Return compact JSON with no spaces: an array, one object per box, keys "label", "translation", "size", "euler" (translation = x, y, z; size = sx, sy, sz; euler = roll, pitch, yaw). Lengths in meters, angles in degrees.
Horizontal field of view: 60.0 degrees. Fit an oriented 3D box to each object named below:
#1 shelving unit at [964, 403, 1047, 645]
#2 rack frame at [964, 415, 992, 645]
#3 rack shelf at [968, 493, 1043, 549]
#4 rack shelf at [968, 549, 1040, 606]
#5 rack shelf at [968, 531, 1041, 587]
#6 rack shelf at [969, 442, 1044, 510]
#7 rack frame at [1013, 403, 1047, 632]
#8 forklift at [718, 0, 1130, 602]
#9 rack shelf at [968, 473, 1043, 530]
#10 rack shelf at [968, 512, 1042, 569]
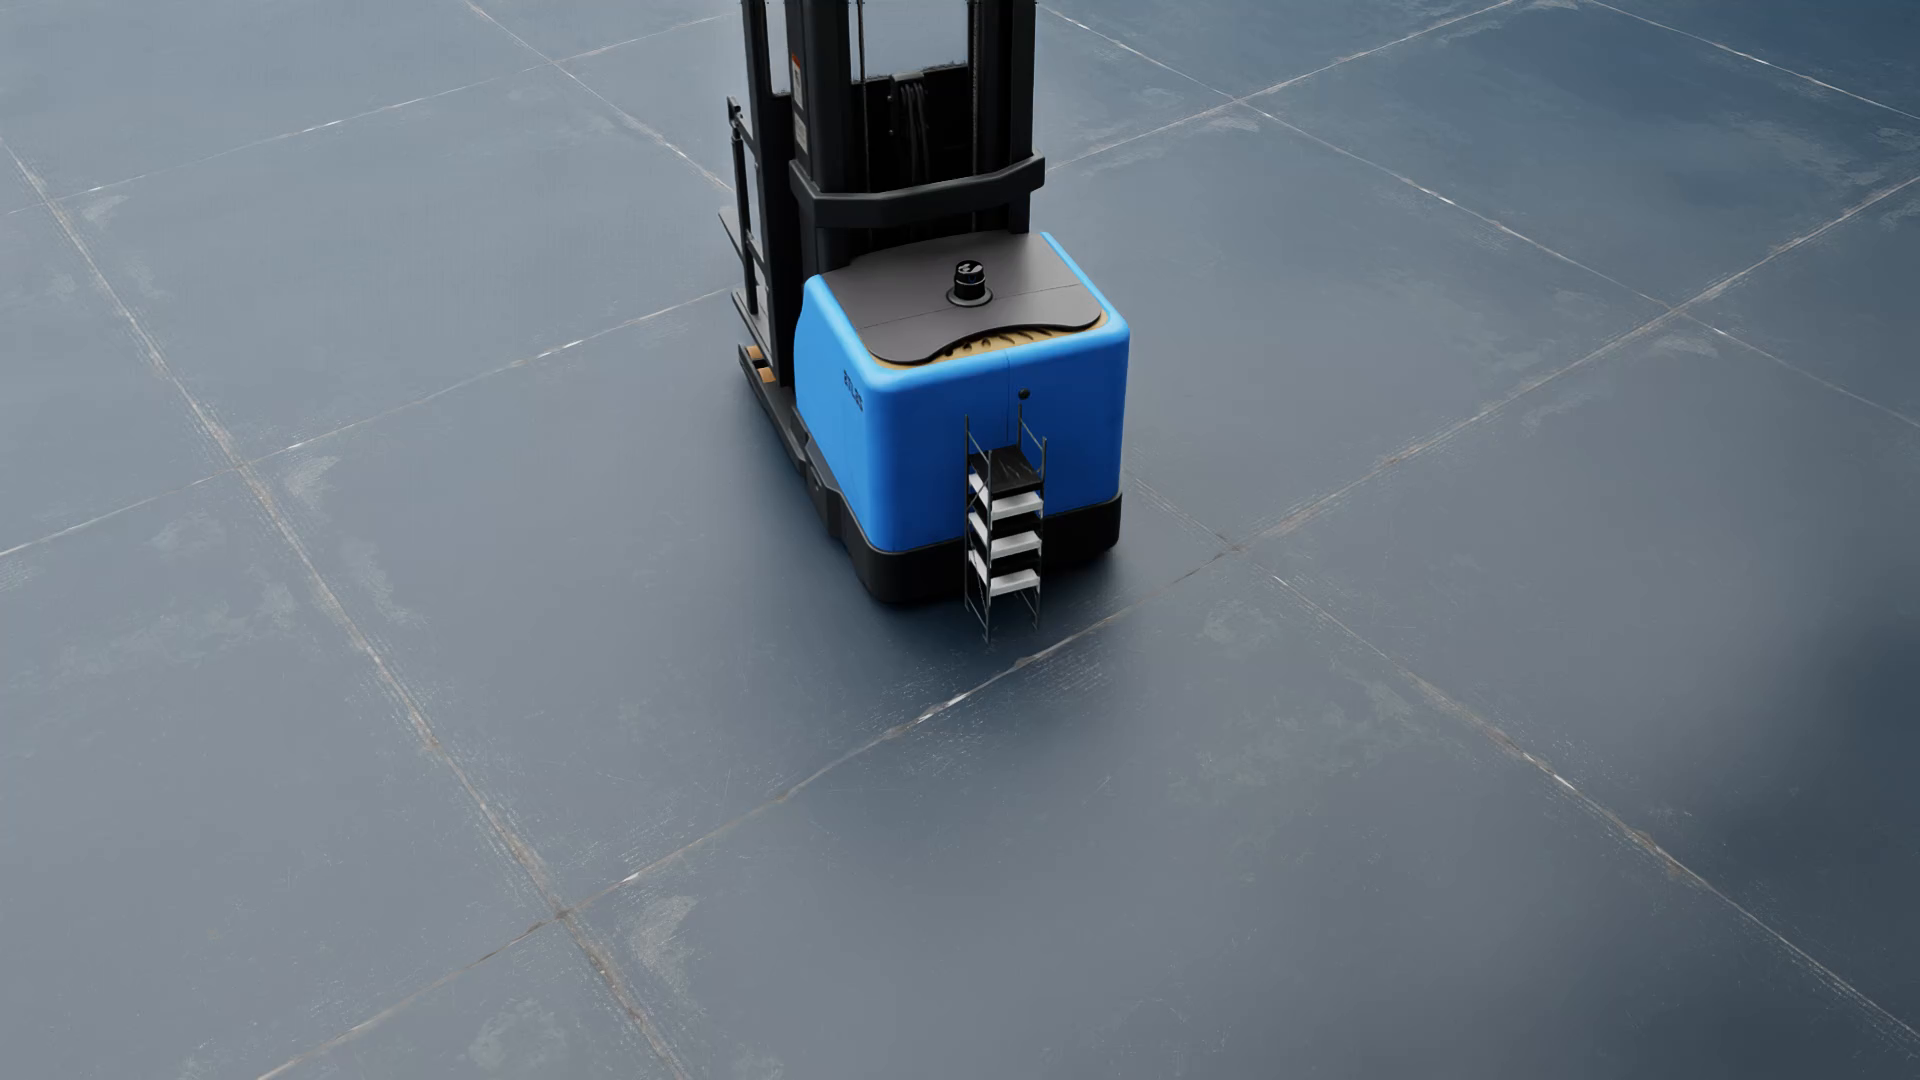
[{"label":"shelving unit","translation":[0.159,-0.047,6.097],"size":[0.210,0.900,0.258],"euler":[-14,41,-16]},{"label":"rack frame","translation":[0.064,-0.024,6.069],"size":[0.006,0.900,0.240],"euler":[-14,41,-16]},{"label":"rack shelf","translation":[0.159,-0.091,6.061],"size":[0.200,0.077,0.258],"euler":[-14,41,-16]},{"label":"rack shelf","translation":[0.158,0.117,6.233],"size":[0.200,0.077,0.258],"euler":[-14,41,-16]},{"label":"rack shelf","translation":[0.158,0.048,6.176],"size":[0.200,0.077,0.258],"euler":[-14,41,-16]},{"label":"rack shelf","translation":[0.159,-0.230,5.947],"size":[0.200,0.077,0.258],"euler":[-14,41,-16]},{"label":"rack frame","translation":[0.253,-0.070,6.126],"size":[0.006,0.900,0.240],"euler":[-14,41,-16]},{"label":"forklift","translation":[-0.368,-1.834,6.675],"size":[1.130,2.935,3.031],"euler":[-14,41,-16]},{"label":"rack shelf","translation":[0.159,-0.160,6.004],"size":[0.200,0.077,0.258],"euler":[-14,41,-16]},{"label":"rack shelf","translation":[0.159,-0.021,6.118],"size":[0.200,0.077,0.258],"euler":[-14,41,-16]}]
